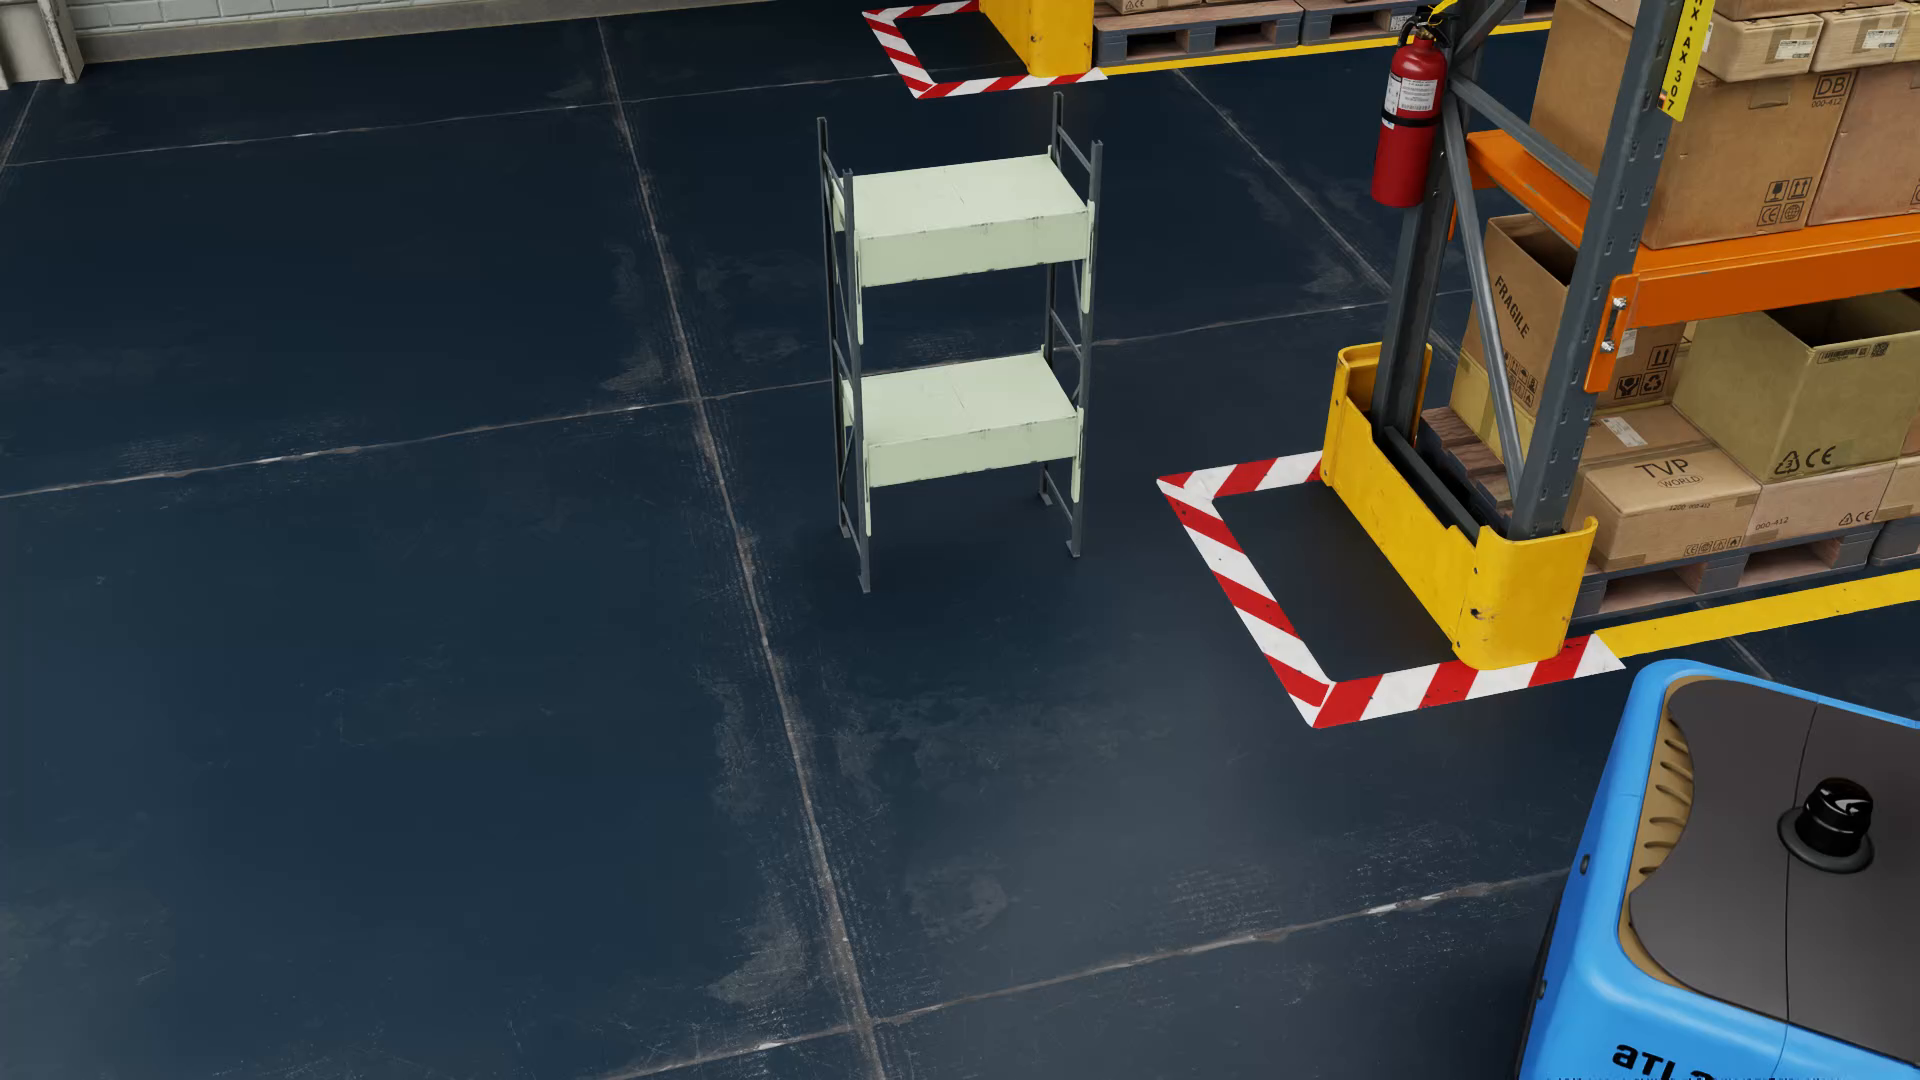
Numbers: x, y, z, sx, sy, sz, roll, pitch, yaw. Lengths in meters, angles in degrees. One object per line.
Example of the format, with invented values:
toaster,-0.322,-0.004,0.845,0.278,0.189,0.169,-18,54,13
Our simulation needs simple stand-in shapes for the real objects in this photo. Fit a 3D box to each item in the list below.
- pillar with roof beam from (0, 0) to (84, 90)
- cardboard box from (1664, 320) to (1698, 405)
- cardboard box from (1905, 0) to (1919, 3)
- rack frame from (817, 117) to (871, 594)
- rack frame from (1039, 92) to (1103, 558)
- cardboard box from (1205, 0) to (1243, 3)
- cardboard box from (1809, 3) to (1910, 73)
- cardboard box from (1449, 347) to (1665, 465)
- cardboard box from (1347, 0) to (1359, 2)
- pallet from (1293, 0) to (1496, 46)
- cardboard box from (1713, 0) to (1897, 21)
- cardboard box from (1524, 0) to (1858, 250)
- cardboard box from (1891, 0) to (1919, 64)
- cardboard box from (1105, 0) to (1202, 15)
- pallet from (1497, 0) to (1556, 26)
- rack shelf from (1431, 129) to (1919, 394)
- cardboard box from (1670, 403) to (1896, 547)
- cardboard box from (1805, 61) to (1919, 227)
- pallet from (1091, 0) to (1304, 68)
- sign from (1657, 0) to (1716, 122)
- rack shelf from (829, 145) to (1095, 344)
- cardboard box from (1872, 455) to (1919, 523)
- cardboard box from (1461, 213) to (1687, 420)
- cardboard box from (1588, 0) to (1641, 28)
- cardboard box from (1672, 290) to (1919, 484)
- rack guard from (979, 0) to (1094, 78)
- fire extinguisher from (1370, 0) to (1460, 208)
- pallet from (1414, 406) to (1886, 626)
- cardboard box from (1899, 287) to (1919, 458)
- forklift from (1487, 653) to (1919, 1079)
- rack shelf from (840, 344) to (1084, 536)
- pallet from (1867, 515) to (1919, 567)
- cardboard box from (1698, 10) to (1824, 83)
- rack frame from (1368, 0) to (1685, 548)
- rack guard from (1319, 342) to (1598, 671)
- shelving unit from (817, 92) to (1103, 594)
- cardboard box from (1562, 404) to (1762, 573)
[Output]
pillar with roof beam,-3.877,-3.577,3.020,0.400,9.000,9.100,-9,38,-12
cardboard box,2.558,-0.566,5.938,0.500,0.250,0.500,-9,38,-12
cardboard box,2.649,-1.863,4.566,0.500,0.500,0.700,-10,39,-13
rack frame,-0.360,-0.537,5.217,0.023,1.500,0.400,-9,38,-12
rack frame,0.347,-0.653,5.369,0.023,1.500,0.400,-9,38,-12
cardboard box,1.584,-3.306,9.453,0.500,0.311,0.500,-6,38,-8
cardboard box,2.327,-1.423,4.525,0.250,0.149,0.380,-10,39,-13
cardboard box,2.078,-0.479,5.825,0.500,0.250,0.500,-9,38,-12
cardboard box,2.306,-3.467,9.509,0.500,0.500,0.700,-12,39,-15
pallet,2.385,-3.255,9.832,1.213,0.211,1.003,-9,38,-12
cardboard box,2.143,-1.776,4.453,0.500,0.500,0.700,-9,38,-12
cardboard box,2.092,-1.253,4.836,0.500,0.500,0.700,-9,38,-12
cardboard box,2.568,-1.462,4.576,0.250,0.149,0.380,-9,38,-12
cardboard box,1.034,-3.215,9.335,0.500,0.311,0.500,-14,39,-17
pallet,3.565,-3.451,10.087,1.213,0.211,1.003,-9,38,-12
rack shelf,3.568,-1.178,5.413,4.000,0.370,1.077,-9,38,-12
cardboard box,2.695,-0.257,5.535,0.500,0.250,0.500,-9,38,-12
cardboard box,2.597,-1.339,4.949,0.500,0.500,0.700,-8,38,-11
pallet,1.209,-3.064,9.582,1.213,0.211,1.003,-9,38,-12
sign,1.777,-1.195,4.066,0.005,0.325,0.100,-9,38,-12
rack shelf,-0.006,-0.905,5.056,0.720,0.370,0.431,-9,38,-12
cardboard box,3.178,-0.336,5.638,0.500,0.250,0.500,-9,38,-12
cardboard box,2.078,-0.779,5.599,0.500,0.500,0.500,-9,38,-12
cardboard box,1.957,-1.616,4.778,0.250,0.149,0.380,-10,39,-13
cardboard box,2.696,-0.554,5.305,0.500,0.500,0.500,-9,38,-12
rack guard,0.416,-3.071,9.353,0.348,0.500,1.175,-9,38,-12
fire extinguisher,1.402,-1.370,5.135,0.183,0.674,0.296,-9,38,-12
pallet,2.365,-0.185,5.818,1.213,0.211,1.003,-9,38,-12
cardboard box,3.175,-0.641,5.419,0.500,0.500,0.500,-9,38,-12
forklift,2.626,0.567,2.597,3.031,2.935,1.130,16,40,20
rack shelf,-0.006,-0.336,5.491,0.720,0.370,0.431,-9,38,-12
pallet,3.541,-0.376,6.067,1.213,0.211,1.003,-9,38,-12
cardboard box,2.073,-1.380,4.469,0.250,0.149,0.380,-10,38,-12
rack frame,1.638,-1.146,4.780,0.127,3.000,1.000,-9,38,-12
rack guard,1.614,-0.150,5.534,0.348,0.500,1.175,-9,38,-12
shelving unit,-0.006,-0.595,5.293,0.755,1.500,0.431,-9,38,-12
cardboard box,2.213,-0.176,5.428,0.500,0.250,0.500,-9,38,-12
